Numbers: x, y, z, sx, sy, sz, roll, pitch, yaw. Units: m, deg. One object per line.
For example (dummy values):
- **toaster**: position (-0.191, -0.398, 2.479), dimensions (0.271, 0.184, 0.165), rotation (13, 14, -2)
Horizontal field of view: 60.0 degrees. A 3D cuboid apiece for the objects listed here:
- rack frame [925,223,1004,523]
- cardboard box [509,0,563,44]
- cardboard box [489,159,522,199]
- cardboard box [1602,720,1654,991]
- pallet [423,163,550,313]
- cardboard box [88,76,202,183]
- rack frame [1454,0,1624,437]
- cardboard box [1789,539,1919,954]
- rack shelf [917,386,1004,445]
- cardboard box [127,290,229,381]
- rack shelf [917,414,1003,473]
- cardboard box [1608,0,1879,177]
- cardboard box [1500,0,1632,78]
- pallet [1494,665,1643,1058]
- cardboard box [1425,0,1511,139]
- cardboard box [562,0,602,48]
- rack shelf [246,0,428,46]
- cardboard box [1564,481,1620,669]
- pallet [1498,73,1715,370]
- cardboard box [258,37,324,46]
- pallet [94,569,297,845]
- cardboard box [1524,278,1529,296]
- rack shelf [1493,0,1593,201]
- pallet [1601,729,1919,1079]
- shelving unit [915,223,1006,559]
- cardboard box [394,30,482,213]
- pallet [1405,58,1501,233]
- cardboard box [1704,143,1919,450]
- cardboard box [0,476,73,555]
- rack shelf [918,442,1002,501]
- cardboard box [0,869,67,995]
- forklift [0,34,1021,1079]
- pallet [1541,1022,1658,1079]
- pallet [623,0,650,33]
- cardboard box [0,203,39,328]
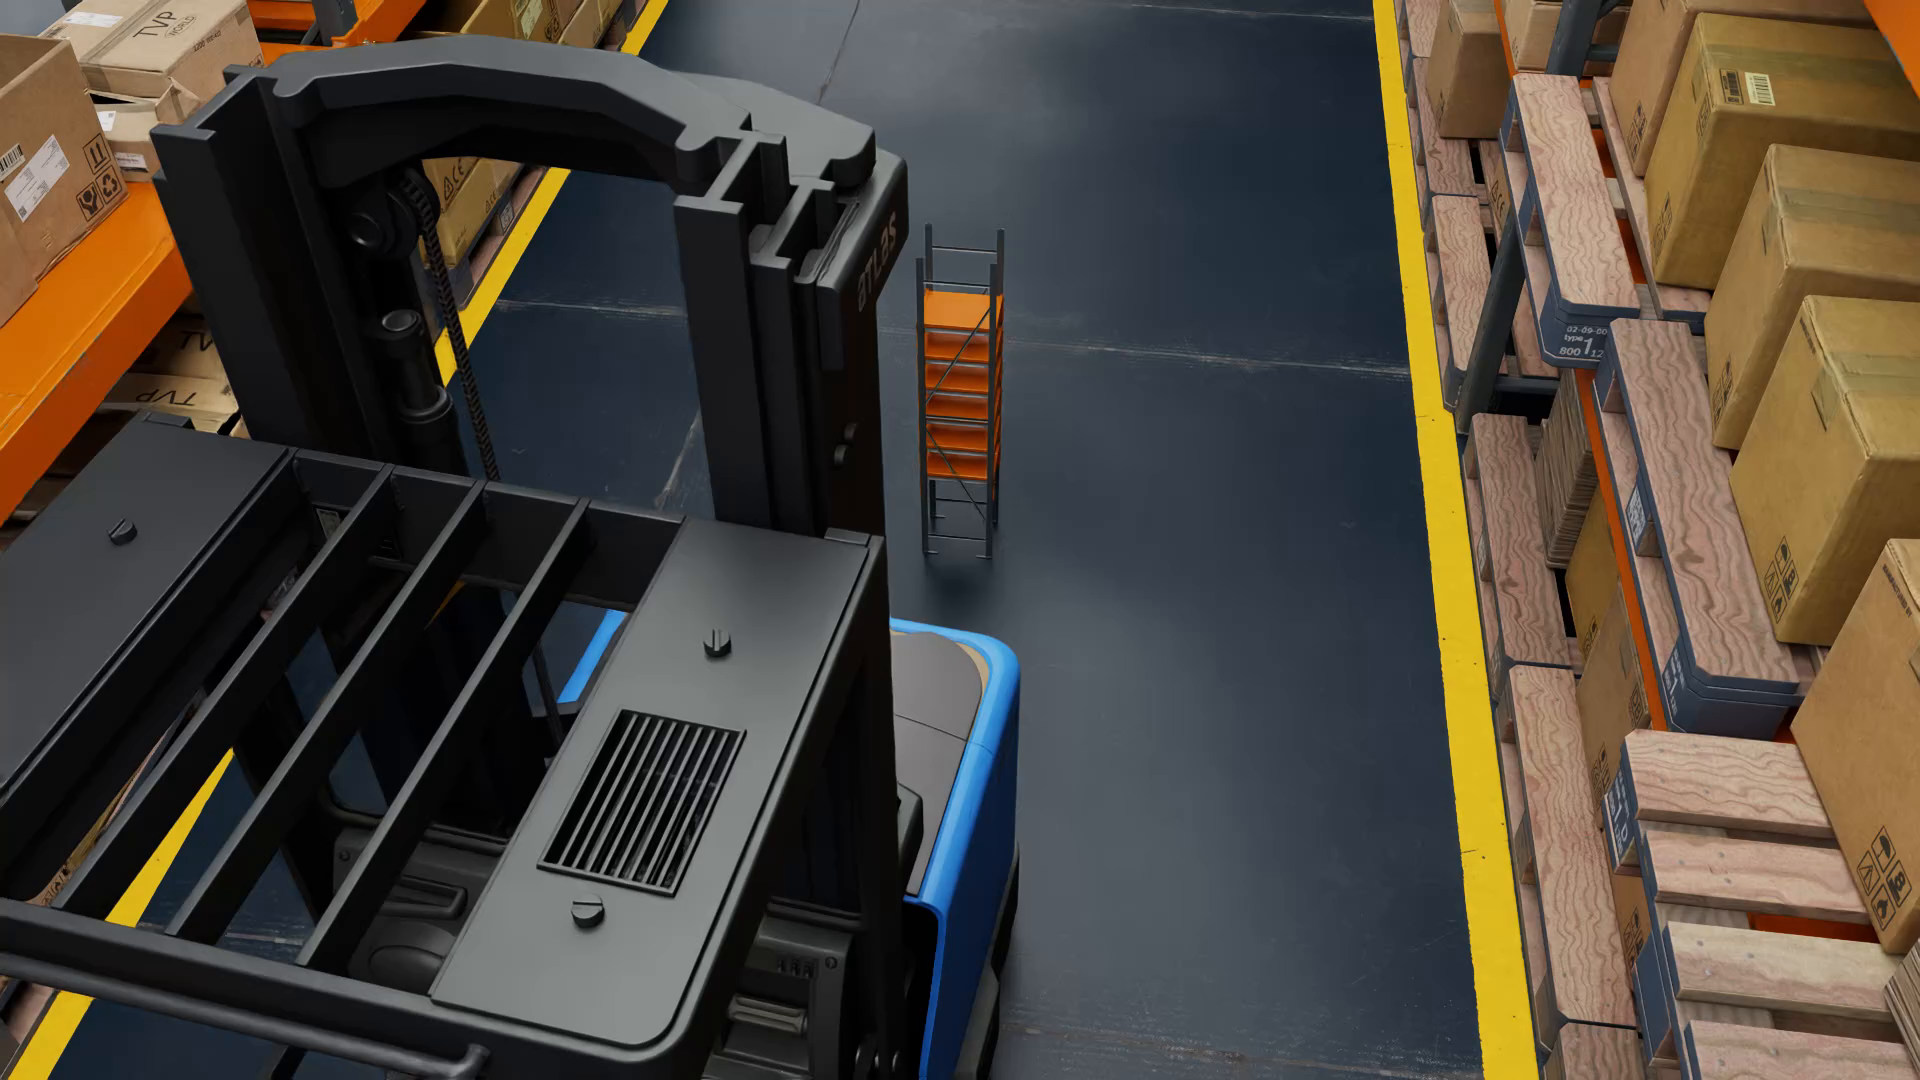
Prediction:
- **rack frame**: position (0.014, -0.508, 5.414), dimensions (0.240, 1.200, 0.006), rotation (5, 44, 6)
- **cardboard box**: position (-2.064, -2.314, 7.161), dimensions (0.500, 0.500, 0.500), rotation (5, 44, 6)
- **cardboard box**: position (-2.134, -1.701, 7.059), dimensions (0.500, 0.250, 0.500), rotation (5, 44, 6)
- **cardboard box**: position (2.079, 0.826, 4.194), dimensions (0.700, 0.500, 0.500), rotation (5, 44, 5)
- **pallet**: position (-2.421, -1.444, 7.121), dimensions (1.003, 0.211, 1.213), rotation (5, 44, 6)
- **cardboard box**: position (-2.502, -1.254, 4.990), dimensions (0.396, 0.266, 0.258), rotation (4, 44, 4)
- **rack frame**: position (2.343, -1.471, 5.121), dimensions (1.000, 3.000, 0.127), rotation (5, 44, 6)
- **cardboard box**: position (1.914, 0.355, 2.801), dimensions (0.700, 0.500, 0.500), rotation (1, 43, 2)
- **rack shelf**: position (0.002, -0.413, 5.378), dimensions (0.258, 0.103, 0.180), rotation (5, 44, 6)
- **cardboard box**: position (-2.399, -0.619, 5.508), dimensions (0.500, 0.311, 0.500), rotation (6, 44, 7)
- **rack shelf**: position (0.002, -0.326, 5.461), dimensions (0.258, 0.103, 0.180), rotation (5, 44, 6)
- **cardboard box**: position (2.242, -1.323, 4.573), dimensions (0.700, 0.500, 0.500), rotation (5, 44, 6)
- **cardboard box**: position (2.105, -1.774, 5.536), dimensions (0.500, 0.250, 0.500), rotation (5, 44, 6)
- **pallet**: position (2.083, 0.907, 4.639), dimensions (1.003, 0.211, 1.213), rotation (5, 44, 6)
- **cardboard box**: position (2.470, -2.101, 7.286), dimensions (0.700, 0.500, 0.500), rotation (3, 44, 3)
- **cardboard box**: position (-2.003, -2.383, 7.779), dimensions (0.500, 0.250, 0.500), rotation (5, 44, 6)
- **rack shelf**: position (-2.303, -3.020, 7.281), dimensions (1.077, 0.370, 4.000), rotation (5, 44, 6)
- **cardboard box**: position (2.244, 0.137, 4.921), dimensions (0.700, 0.500, 0.500), rotation (4, 44, 5)
- **pallet**: position (2.098, -0.893, 4.651), dimensions (1.003, 0.211, 1.213), rotation (5, 44, 6)
- **cardboard box**: position (-2.645, -2.020, 6.851), dimensions (0.500, 0.500, 0.500), rotation (5, 44, 6)
- **pallet**: position (-2.785, 0.434, 5.138), dimensions (1.003, 0.211, 1.213), rotation (5, 44, 6)
- **cardboard box**: position (2.384, -0.969, 6.332), dimensions (0.380, 0.166, 0.250), rotation (0, 43, 0)
- **rack shelf**: position (2.608, -2.572, 6.808), dimensions (1.077, 0.370, 4.000), rotation (5, 44, 6)
- **pallet**: position (1.803, 0.830, 2.832), dimensions (1.213, 0.211, 1.003), rotation (5, 44, 6)
- **shelving unit**: position (0.002, -0.446, 5.348), dimensions (0.258, 1.200, 0.189), rotation (5, 44, 6)
- **cardboard box**: position (-2.196, -1.632, 6.441), dimensions (0.500, 0.500, 0.500), rotation (5, 44, 6)
- **pallet**: position (2.556, -1.753, 7.448), dimensions (1.003, 0.211, 1.213), rotation (5, 44, 6)
- **cardboard box**: position (2.105, -0.491, 3.694), dimensions (0.700, 0.500, 0.500), rotation (11, 45, 11)
- **cardboard box**: position (-2.538, 0.063, 4.788), dimensions (0.500, 0.311, 0.500), rotation (5, 44, 5)
- **rack shelf**: position (0.002, -0.239, 5.543), dimensions (0.258, 0.103, 0.180), rotation (5, 44, 6)
- **cardboard box**: position (-2.670, 0.981, 4.227), dimensions (0.500, 0.250, 0.500), rotation (4, 44, 4)
- **forklift**: position (-0.694, 0.856, 2.715), dimensions (1.130, 2.935, 3.031), rotation (10, 44, 10)
- **pallet**: position (1.919, 1.736, 3.763), dimensions (1.003, 0.211, 1.213), rotation (5, 44, 6)
- **pallet**: position (-2.098, -3.107, 8.878), dimensions (1.003, 0.211, 1.213), rotation (5, 44, 6)
- **cardboard box**: position (-2.821, -0.732, 4.269), dimensions (0.500, 0.500, 0.500), rotation (5, 44, 6)
